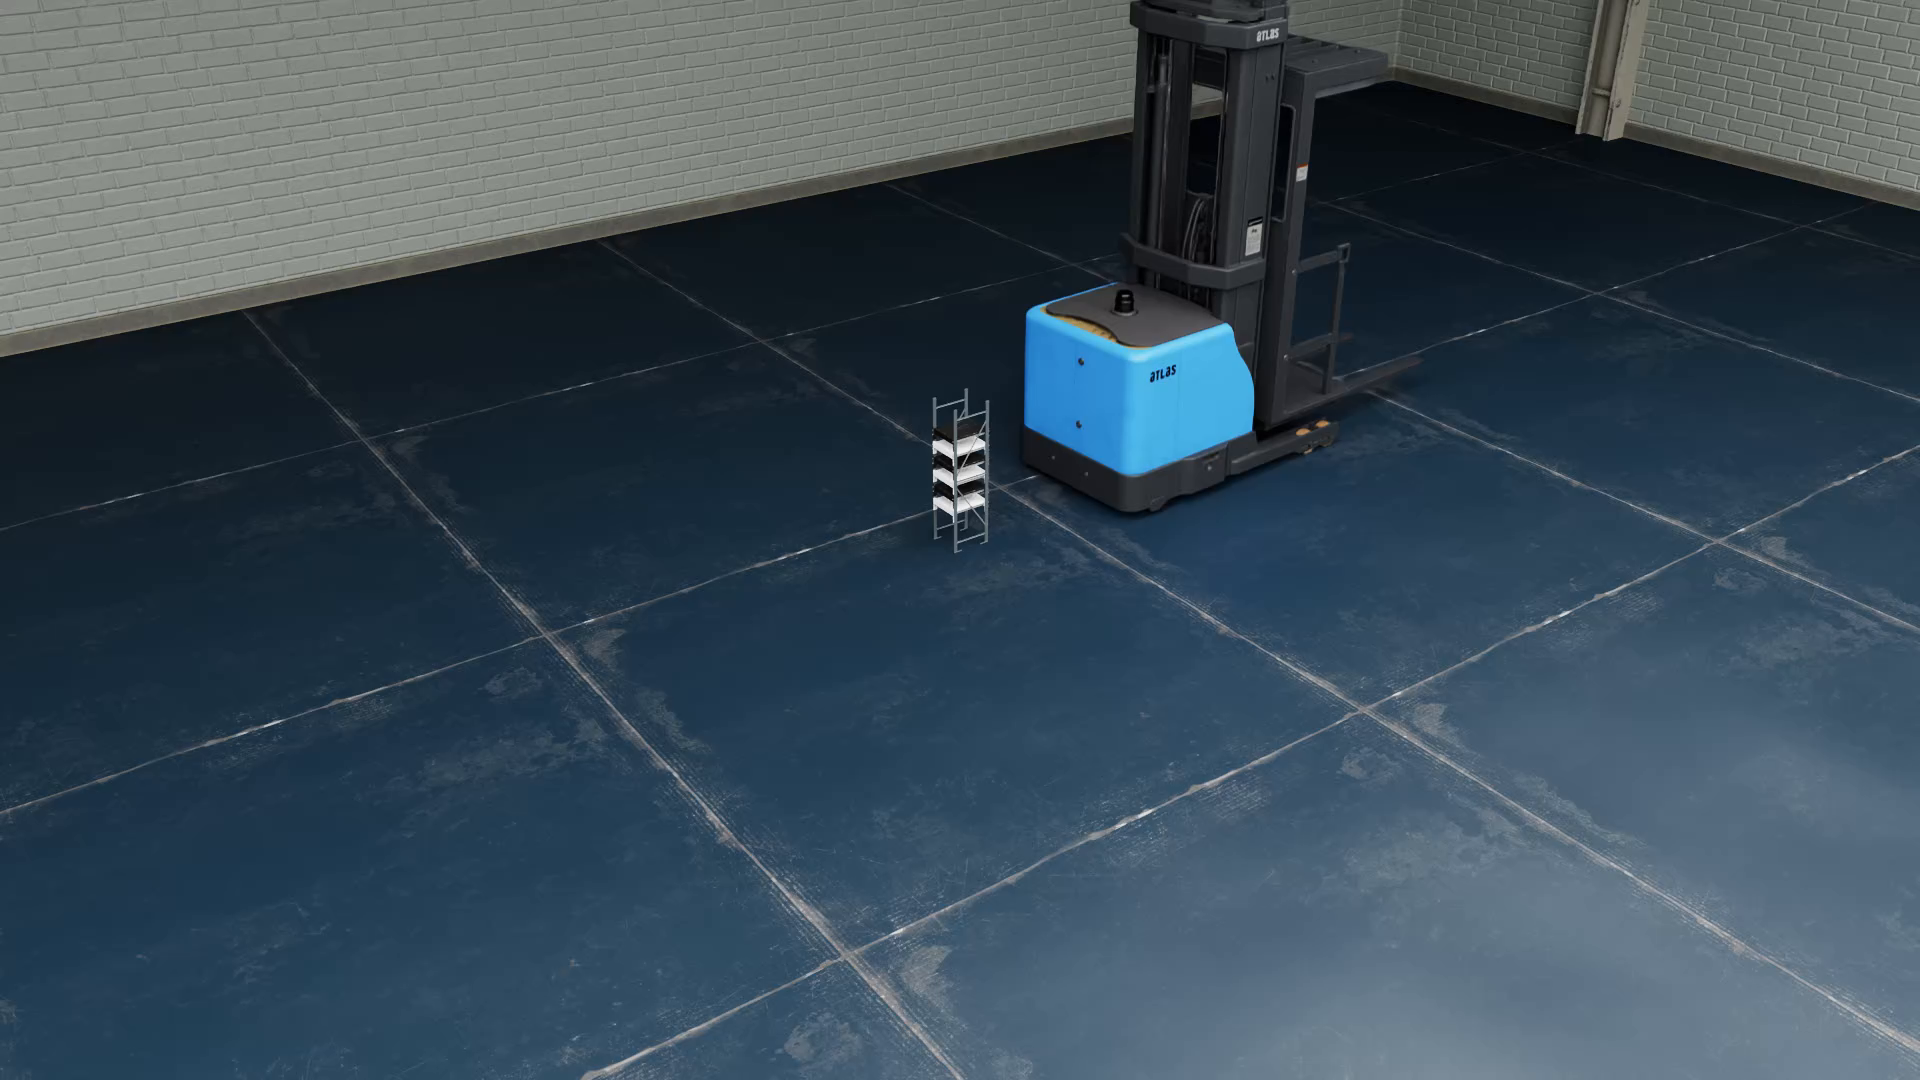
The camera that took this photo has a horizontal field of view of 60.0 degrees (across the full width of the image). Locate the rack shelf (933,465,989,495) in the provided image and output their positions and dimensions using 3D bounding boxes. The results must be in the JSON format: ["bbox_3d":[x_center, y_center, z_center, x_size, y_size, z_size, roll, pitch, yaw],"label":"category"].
[{"bbox_3d":[0.005,-0.363,9.545,0.258,0.077,0.200,-19,34,-31],"label":"rack shelf"}]

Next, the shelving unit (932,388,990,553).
[{"bbox_3d":[0.005,-0.392,9.529,0.258,0.900,0.210,-19,34,-31],"label":"shelving unit"}]

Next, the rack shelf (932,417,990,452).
[{"bbox_3d":[0.005,-0.600,9.416,0.258,0.077,0.200,-19,34,-31],"label":"rack shelf"}]

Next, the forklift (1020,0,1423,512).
[{"bbox_3d":[1.847,-2.018,10.394,3.031,2.935,1.130,-21,35,-34],"label":"forklift"}]

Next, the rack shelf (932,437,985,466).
[{"bbox_3d":[0.005,-0.521,9.459,0.258,0.077,0.200,-19,34,-31],"label":"rack shelf"}]

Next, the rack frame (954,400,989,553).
[{"bbox_3d":[0.064,-0.353,9.457,0.240,0.900,0.006,-19,34,-31],"label":"rack frame"}]

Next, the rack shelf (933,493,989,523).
[{"bbox_3d":[0.005,-0.205,9.631,0.258,0.077,0.200,-19,34,-31],"label":"rack shelf"}]

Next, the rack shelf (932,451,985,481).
[{"bbox_3d":[0.005,-0.442,9.502,0.258,0.077,0.200,-19,34,-31],"label":"rack shelf"}]

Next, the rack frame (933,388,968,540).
[{"bbox_3d":[-0.054,-0.432,9.602,0.240,0.900,0.006,-19,34,-31],"label":"rack frame"}]

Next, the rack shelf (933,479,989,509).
[{"bbox_3d":[0.005,-0.284,9.588,0.258,0.077,0.200,-19,34,-31],"label":"rack shelf"}]

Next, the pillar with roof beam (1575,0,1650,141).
[{"bbox_3d":[3.294,-7.073,13.345,9.100,9.000,0.400,-19,34,-31],"label":"pillar with roof beam"}]
